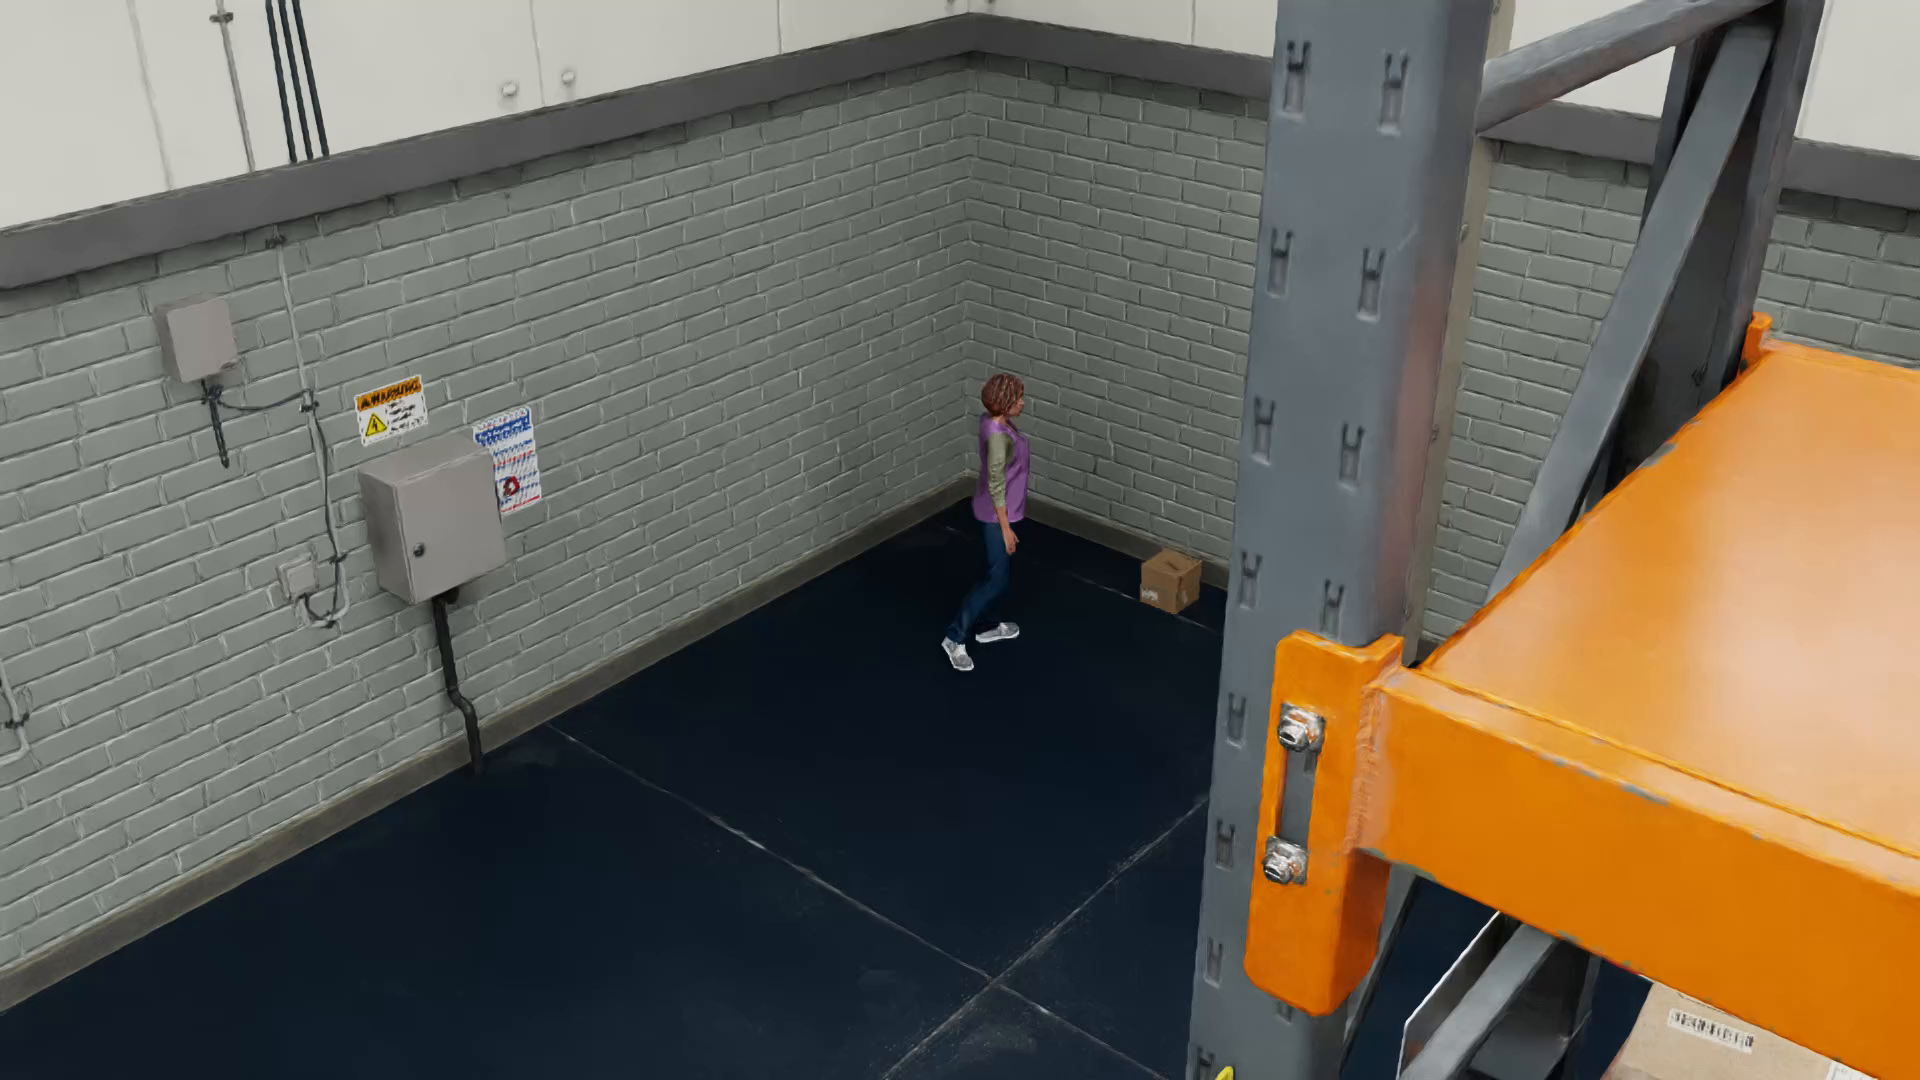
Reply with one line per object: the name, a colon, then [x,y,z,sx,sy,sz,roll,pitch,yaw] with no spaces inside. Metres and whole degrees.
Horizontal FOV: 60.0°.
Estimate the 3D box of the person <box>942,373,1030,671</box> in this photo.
person: [0.136,-0.089,8.799,0.458,1.591,0.601,1,28,2]
